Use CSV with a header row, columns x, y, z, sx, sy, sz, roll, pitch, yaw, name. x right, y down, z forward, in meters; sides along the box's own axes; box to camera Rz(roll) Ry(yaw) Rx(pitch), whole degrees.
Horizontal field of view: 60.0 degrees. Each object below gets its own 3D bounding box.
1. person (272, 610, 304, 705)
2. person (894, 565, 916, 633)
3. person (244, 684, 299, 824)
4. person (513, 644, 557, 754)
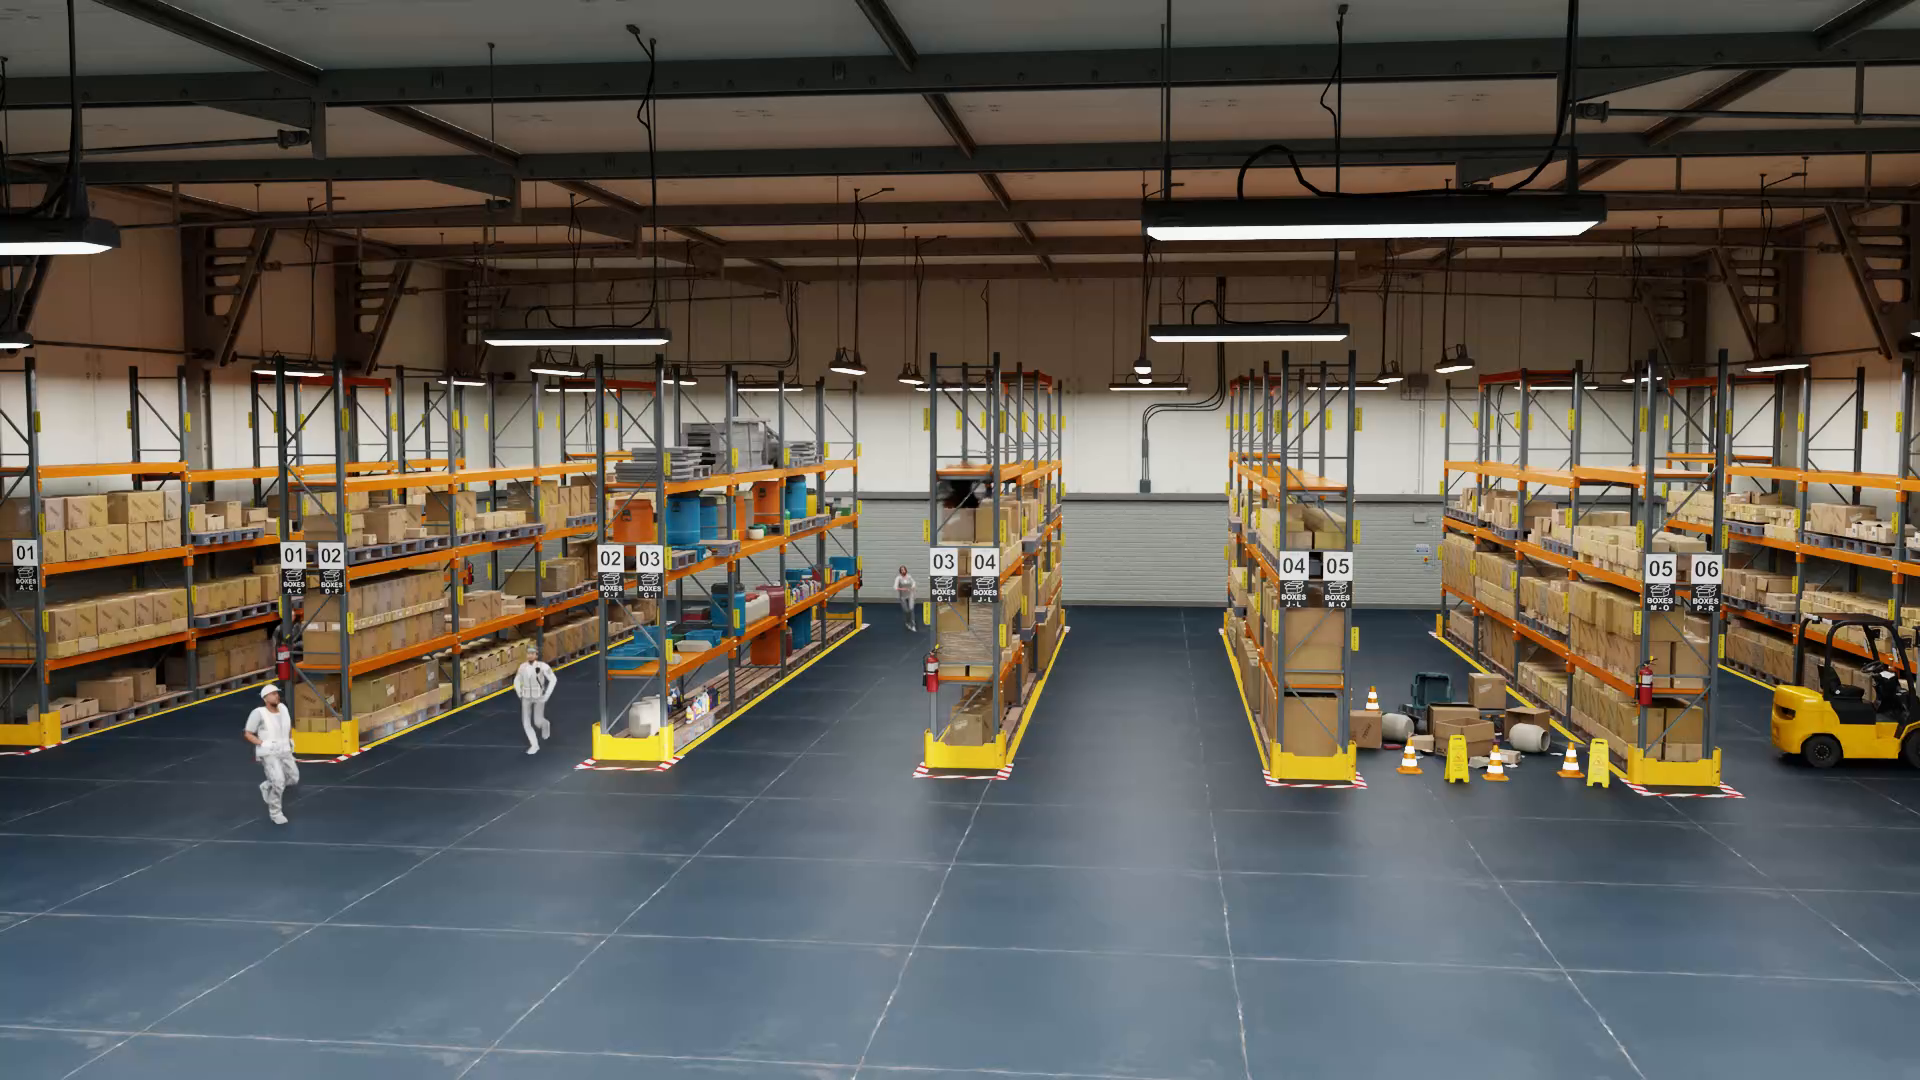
x,y,z,sx,sy,sz,roll,pitch,yaw,name
-11.676,2.101,28.991,0.626,1.762,0.734,-1,4,-16,person
-1.322,1.400,39.801,0.552,1.596,0.769,-1,4,-8,person
-8.630,2.668,20.846,0.599,1.734,0.729,2,4,23,person
-6.473,2.402,25.294,0.661,1.663,0.547,0,4,3,person
